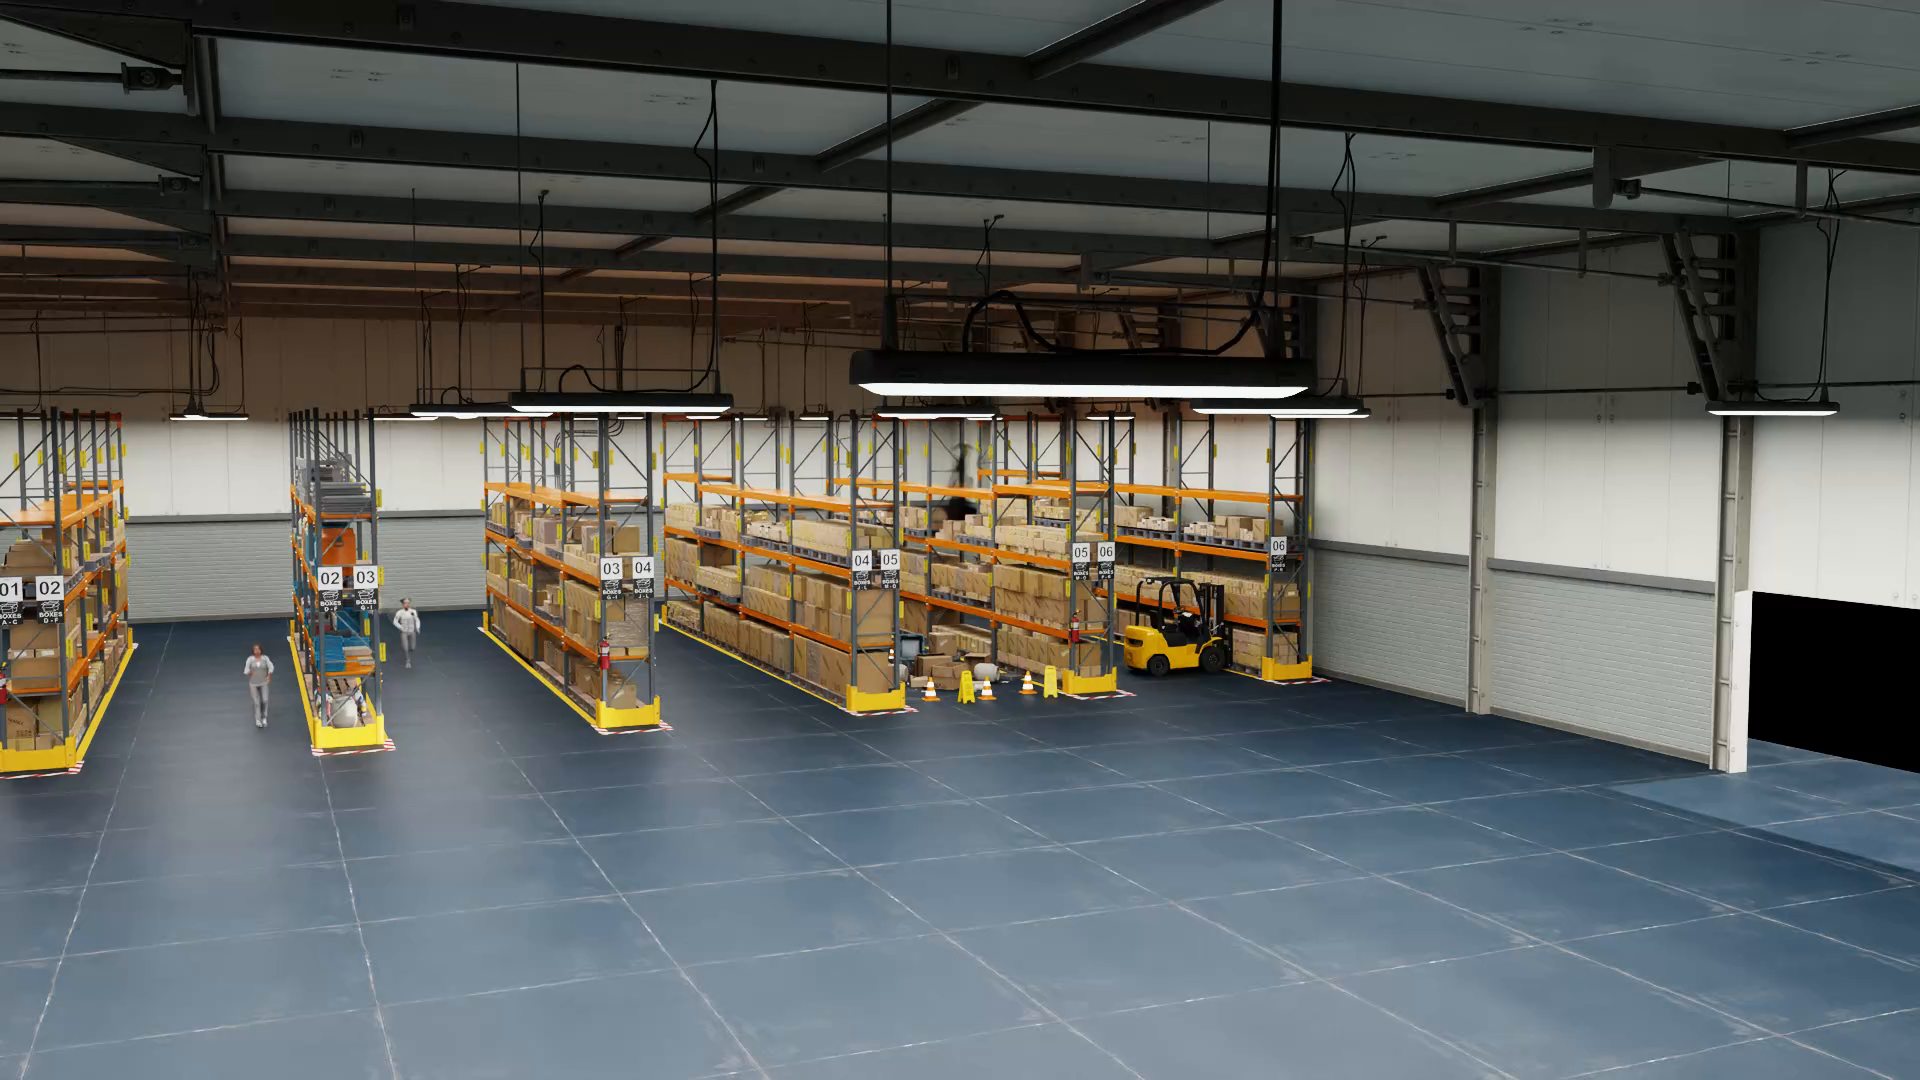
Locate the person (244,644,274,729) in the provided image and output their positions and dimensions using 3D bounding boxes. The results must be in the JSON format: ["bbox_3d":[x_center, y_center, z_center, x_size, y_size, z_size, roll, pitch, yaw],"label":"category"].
[{"bbox_3d":[-13.141,2.744,31.183,0.515,1.599,0.620,-2,4,-23],"label":"person"}]

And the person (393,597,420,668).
[{"bbox_3d":[-13.014,2.172,39.070,0.568,1.659,0.554,-2,5,-29],"label":"person"}]

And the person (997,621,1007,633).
[{"bbox_3d":[1.122,1.854,44.304,0.526,1.562,0.758,-3,5,-35],"label":"person"}]
